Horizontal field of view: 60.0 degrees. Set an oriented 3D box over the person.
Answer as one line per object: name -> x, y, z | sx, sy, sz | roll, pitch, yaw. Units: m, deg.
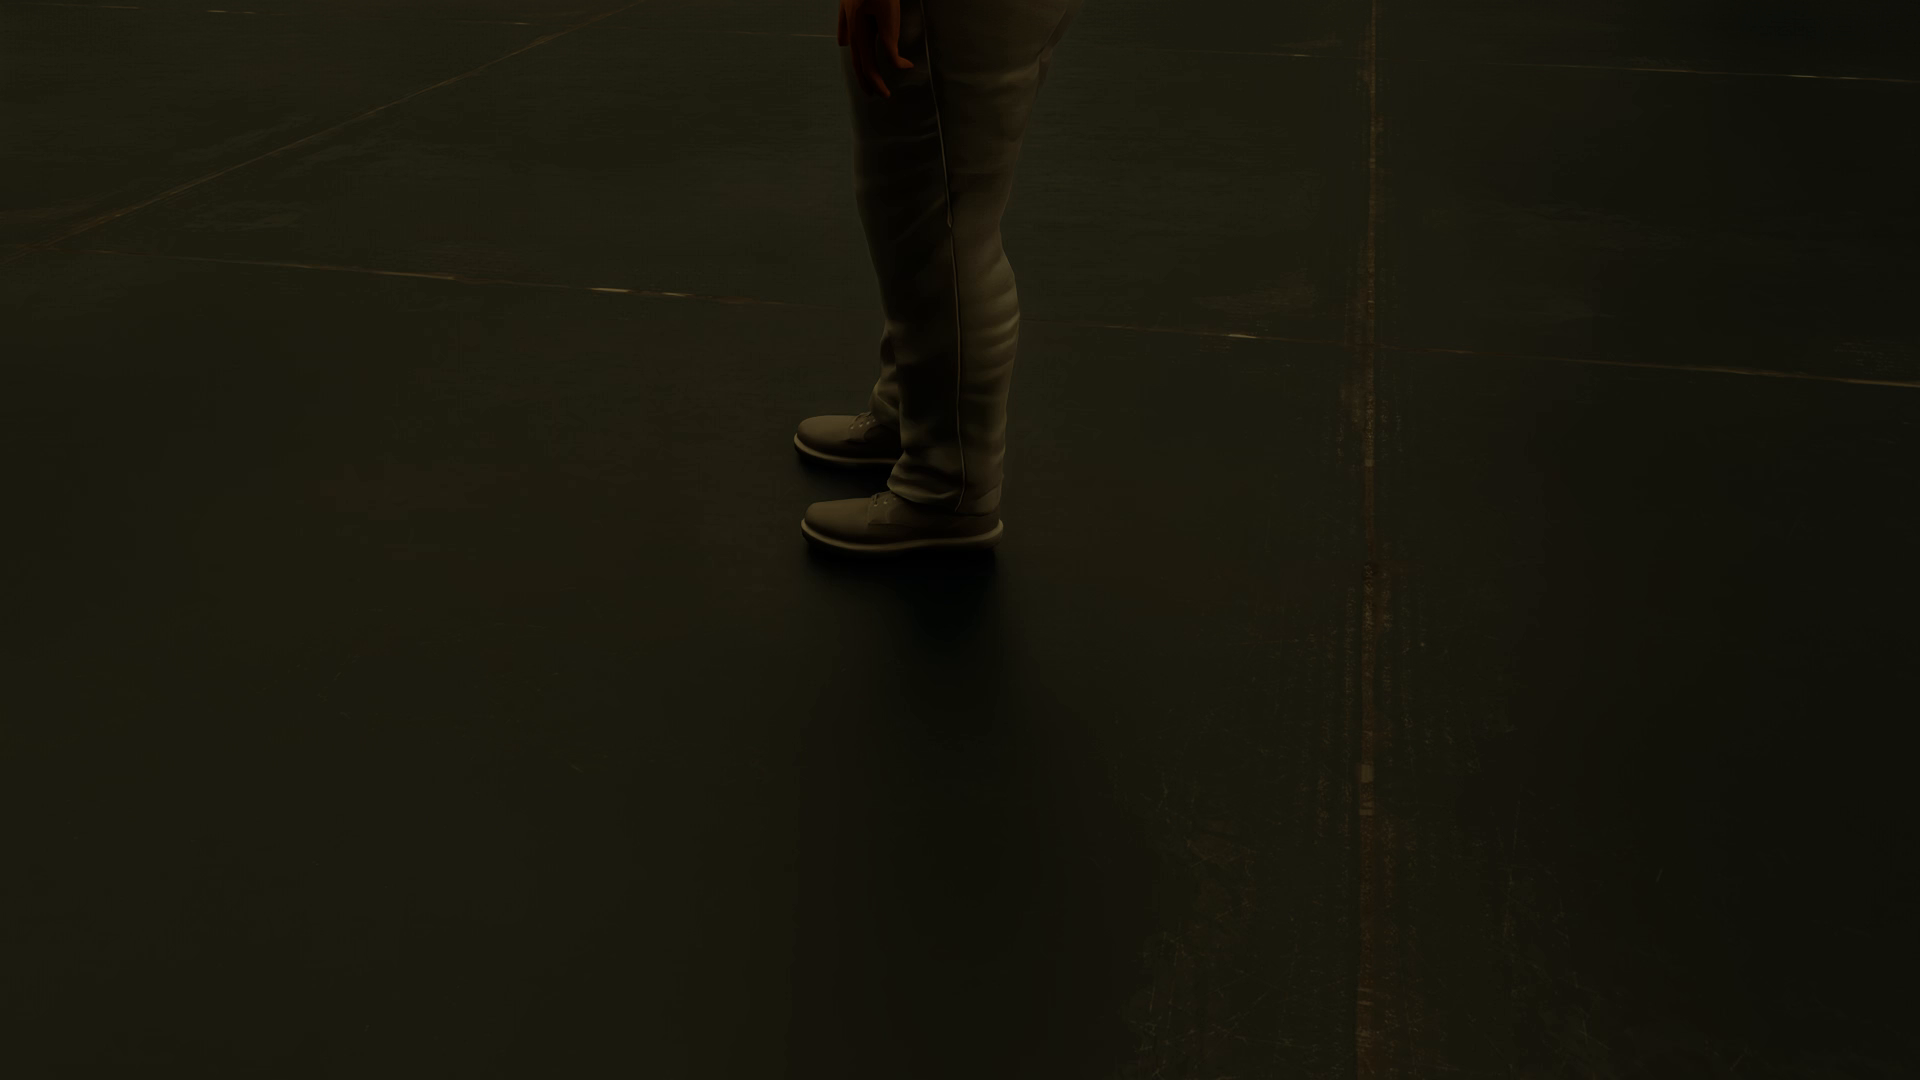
person -> -0.070, -0.768, 2.157 | 0.529, 1.670, 0.598 | 6, 27, 11
